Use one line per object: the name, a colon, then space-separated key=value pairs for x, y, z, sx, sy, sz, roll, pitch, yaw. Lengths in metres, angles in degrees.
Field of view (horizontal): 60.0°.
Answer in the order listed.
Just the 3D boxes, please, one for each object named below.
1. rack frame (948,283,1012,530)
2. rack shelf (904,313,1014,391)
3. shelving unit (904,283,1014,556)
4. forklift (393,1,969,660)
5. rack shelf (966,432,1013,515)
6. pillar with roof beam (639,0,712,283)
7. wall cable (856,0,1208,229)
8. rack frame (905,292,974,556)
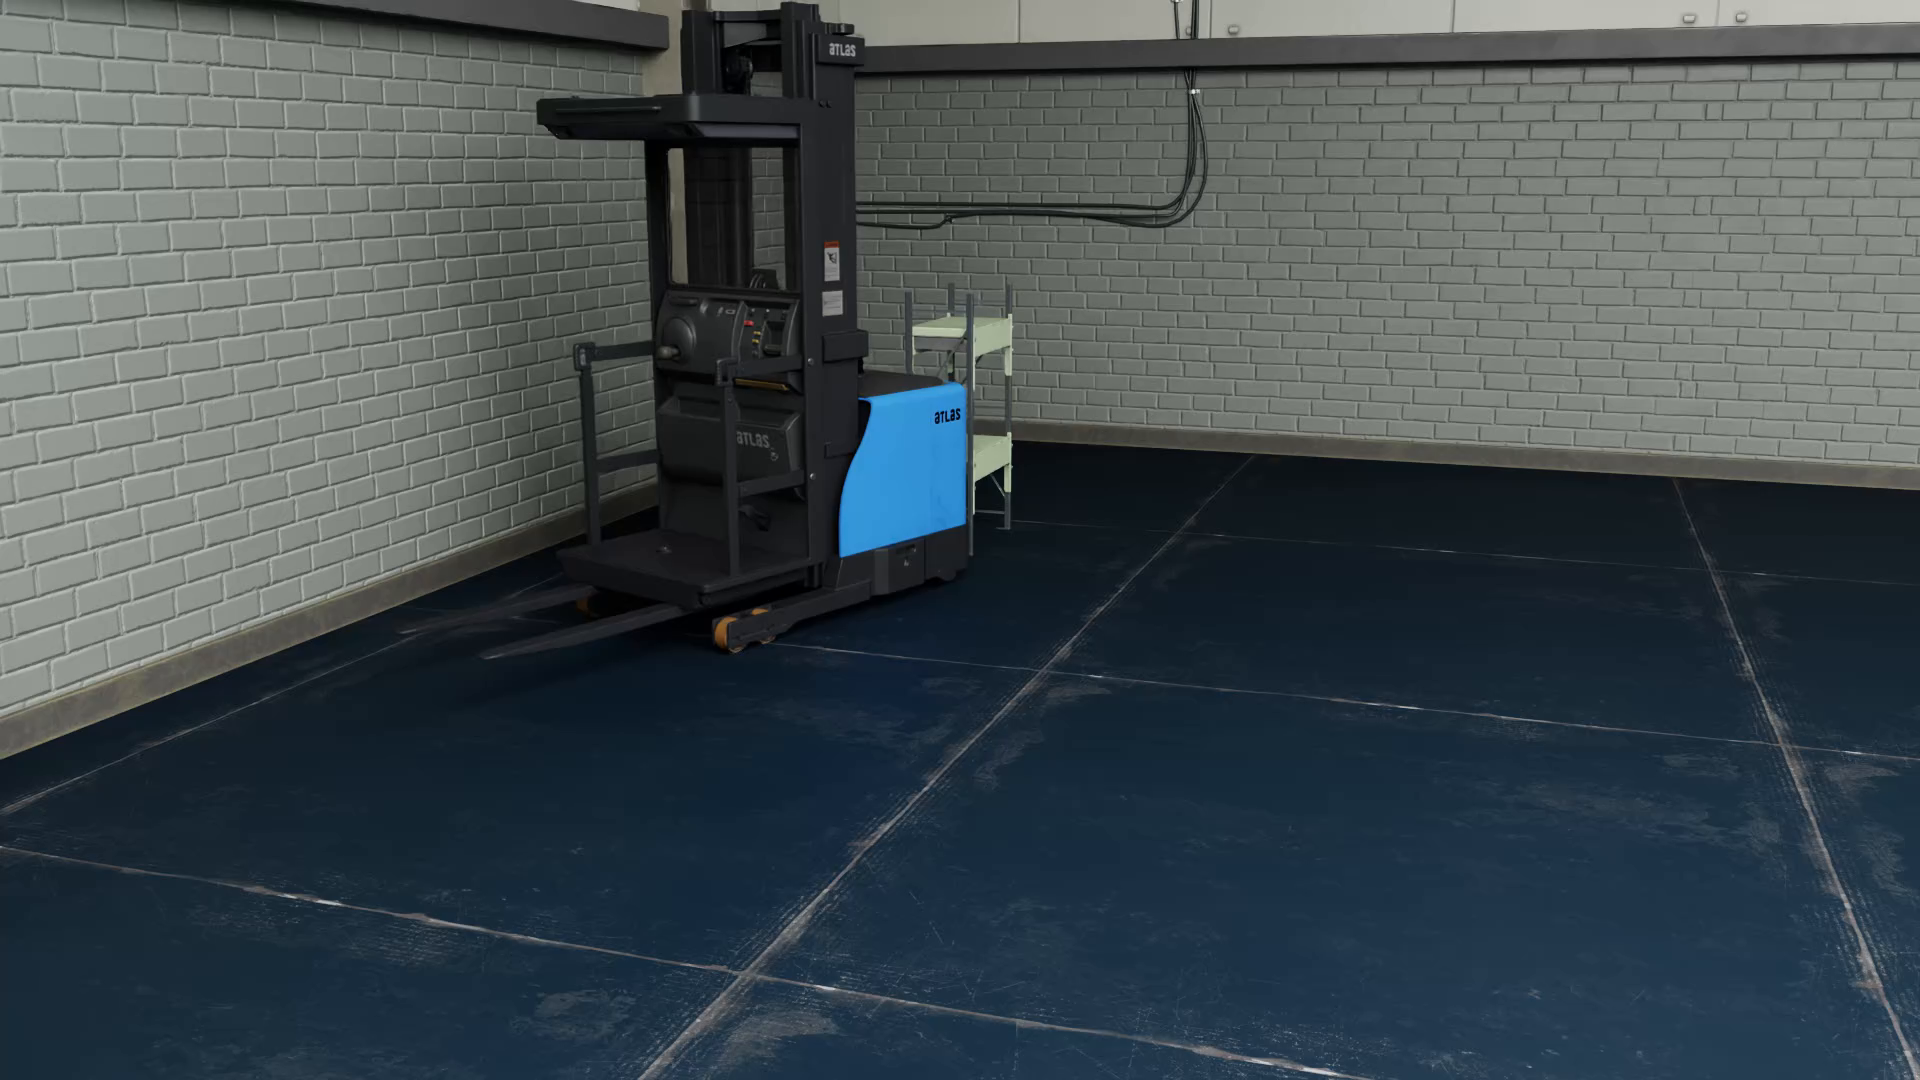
rack frame: x=0.121 y=-0.810 z=10.165 sx=0.400 sy=1.500 sz=0.023 roll=4 pitch=14 yaw=18
rack shelf: x=0.002 y=-1.113 z=9.740 sx=0.431 sy=0.370 sz=0.720 roll=4 pitch=14 yaw=18
shelving unit: x=0.002 y=-0.733 z=9.827 sx=0.431 sy=1.500 sz=0.755 roll=4 pitch=14 yaw=18
forklift: x=-1.267 y=-1.031 z=7.920 sx=1.130 sy=2.935 sz=3.031 roll=10 pitch=16 yaw=38
rack shelf: x=0.002 y=-0.415 z=9.900 sx=0.431 sy=0.370 sz=0.720 roll=4 pitch=14 yaw=18
pillar with roof beam: x=2.272 y=-4.363 z=8.881 sx=9.100 sy=9.000 sz=0.400 roll=4 pitch=14 yaw=18
wall cable: x=0.403 y=-3.684 z=12.885 sx=3.097 sy=2.526 sz=0.112 roll=4 pitch=14 yaw=18
rack frame: x=-0.116 y=-0.656 z=9.490 sx=0.400 sy=1.500 sz=0.023 roll=4 pitch=14 yaw=18
